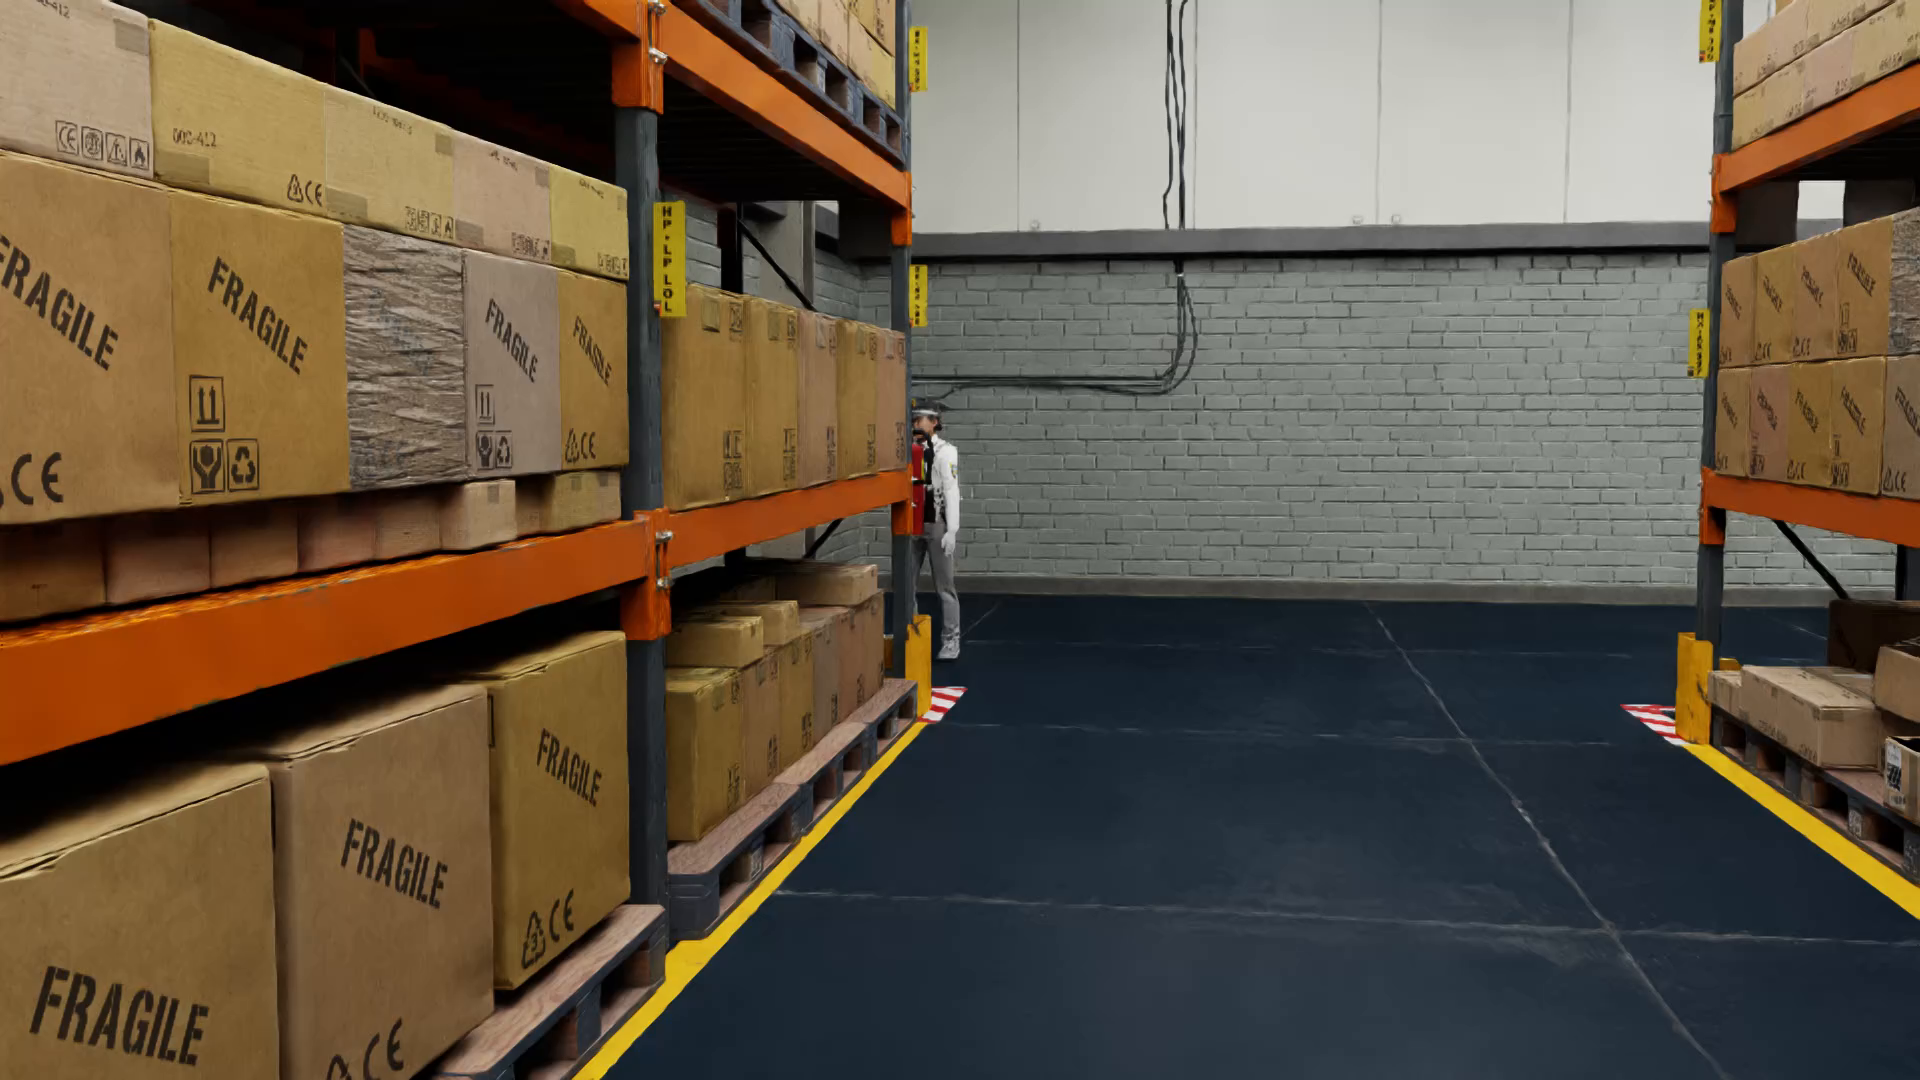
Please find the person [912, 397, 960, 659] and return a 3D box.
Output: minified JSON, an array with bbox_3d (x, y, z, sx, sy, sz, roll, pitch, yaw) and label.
[{"bbox_3d":[-0.229,-0.068,10.521,0.502,1.669,0.613,4,6,38],"label":"person"}]
